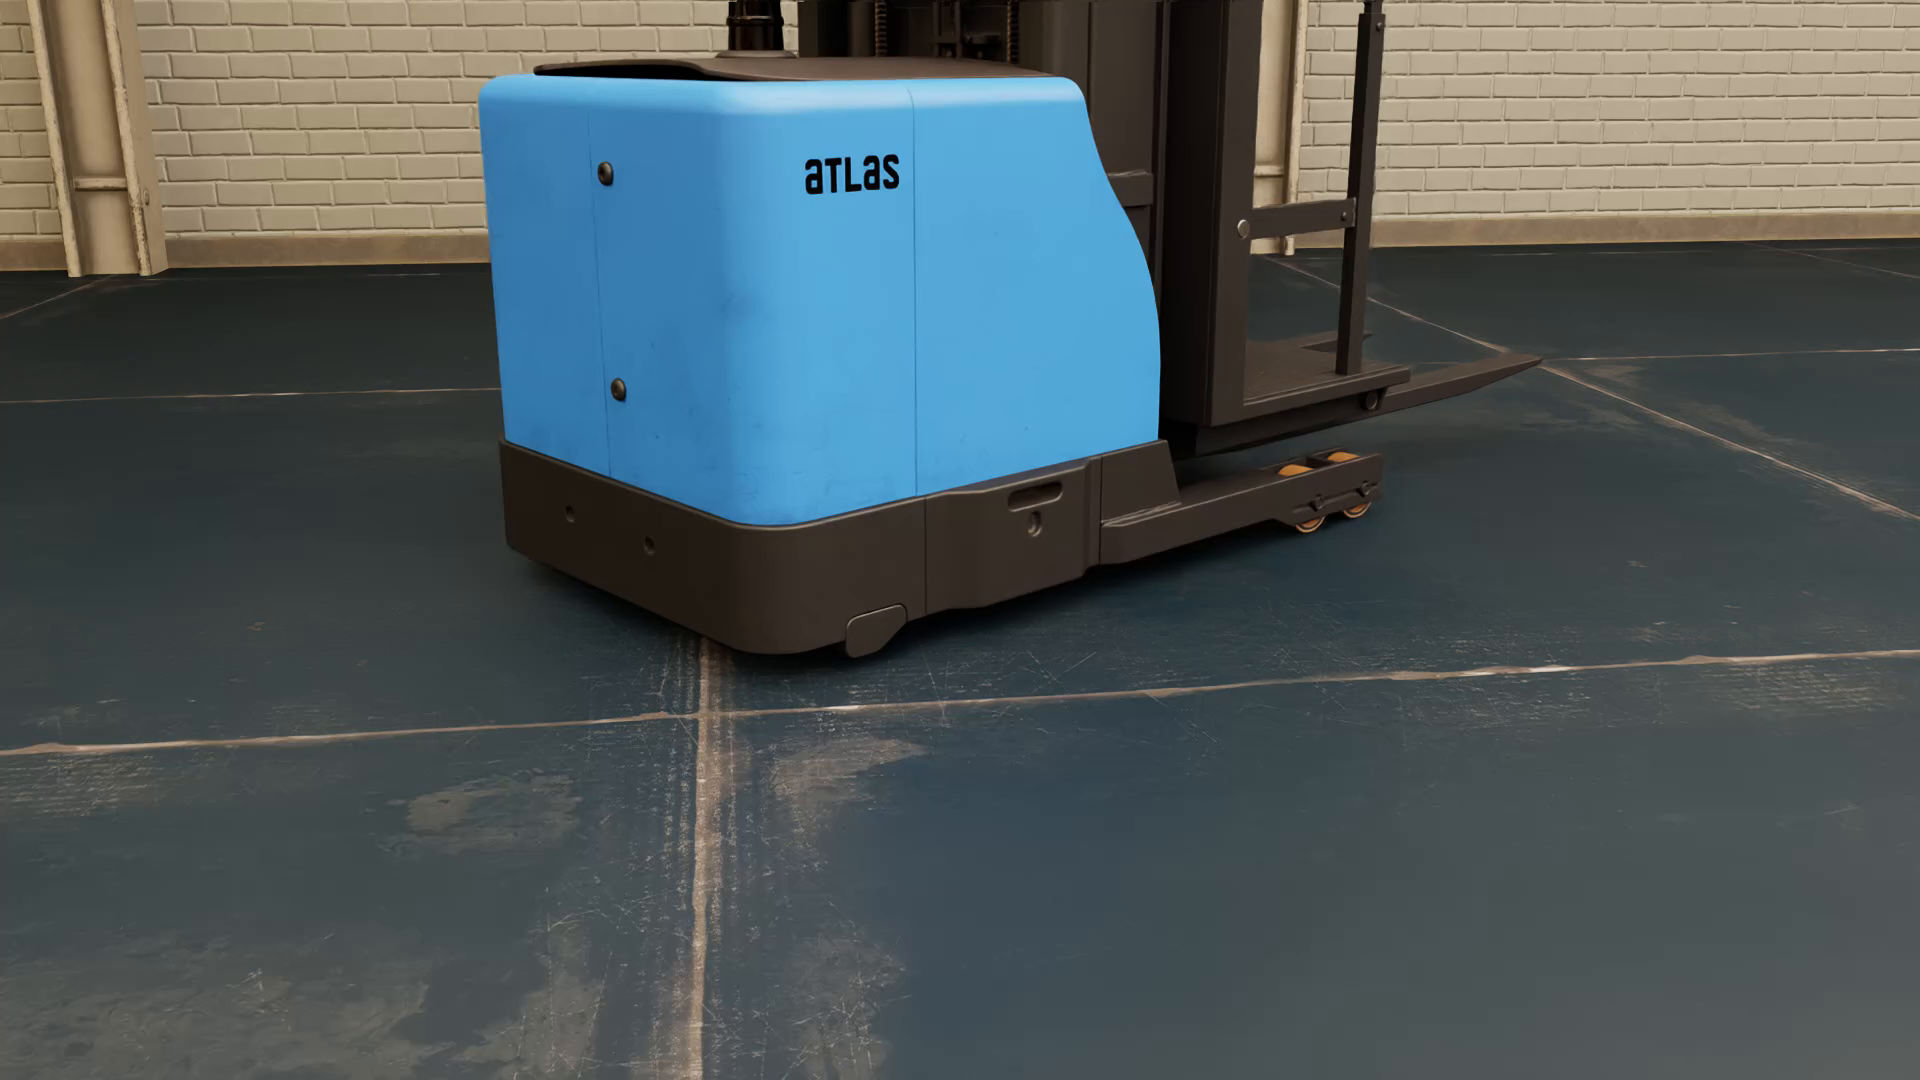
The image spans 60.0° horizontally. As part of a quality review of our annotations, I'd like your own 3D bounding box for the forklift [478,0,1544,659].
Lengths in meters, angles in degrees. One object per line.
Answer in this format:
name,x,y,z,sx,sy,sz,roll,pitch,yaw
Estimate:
forklift,0.420,-1.518,3.924,3.031,2.935,1.130,-15,22,-40
